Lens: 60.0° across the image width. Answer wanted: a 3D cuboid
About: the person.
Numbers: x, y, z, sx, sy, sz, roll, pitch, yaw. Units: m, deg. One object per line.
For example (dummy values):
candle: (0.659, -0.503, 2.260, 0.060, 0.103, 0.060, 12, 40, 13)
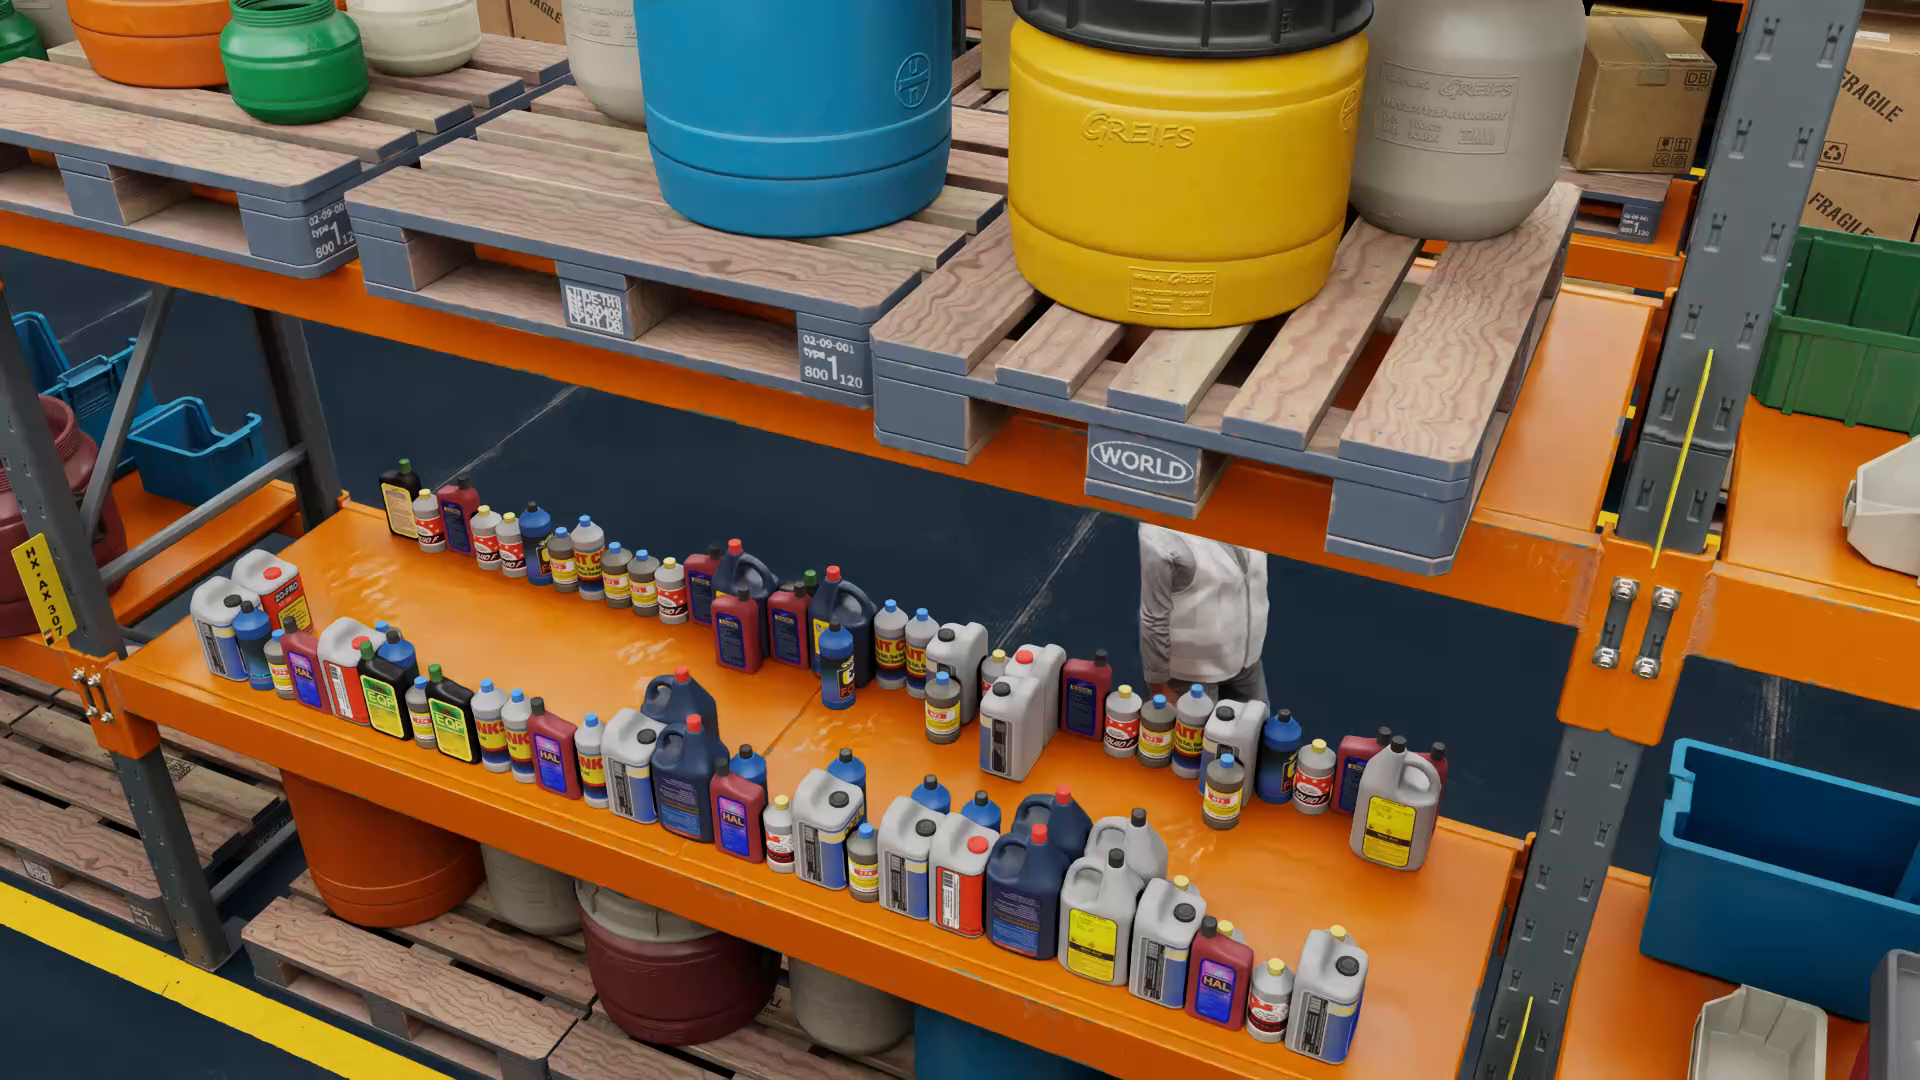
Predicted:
person: (0.800, 0.363, 5.547, 0.637, 1.756, 0.555, 29, 43, 36)
